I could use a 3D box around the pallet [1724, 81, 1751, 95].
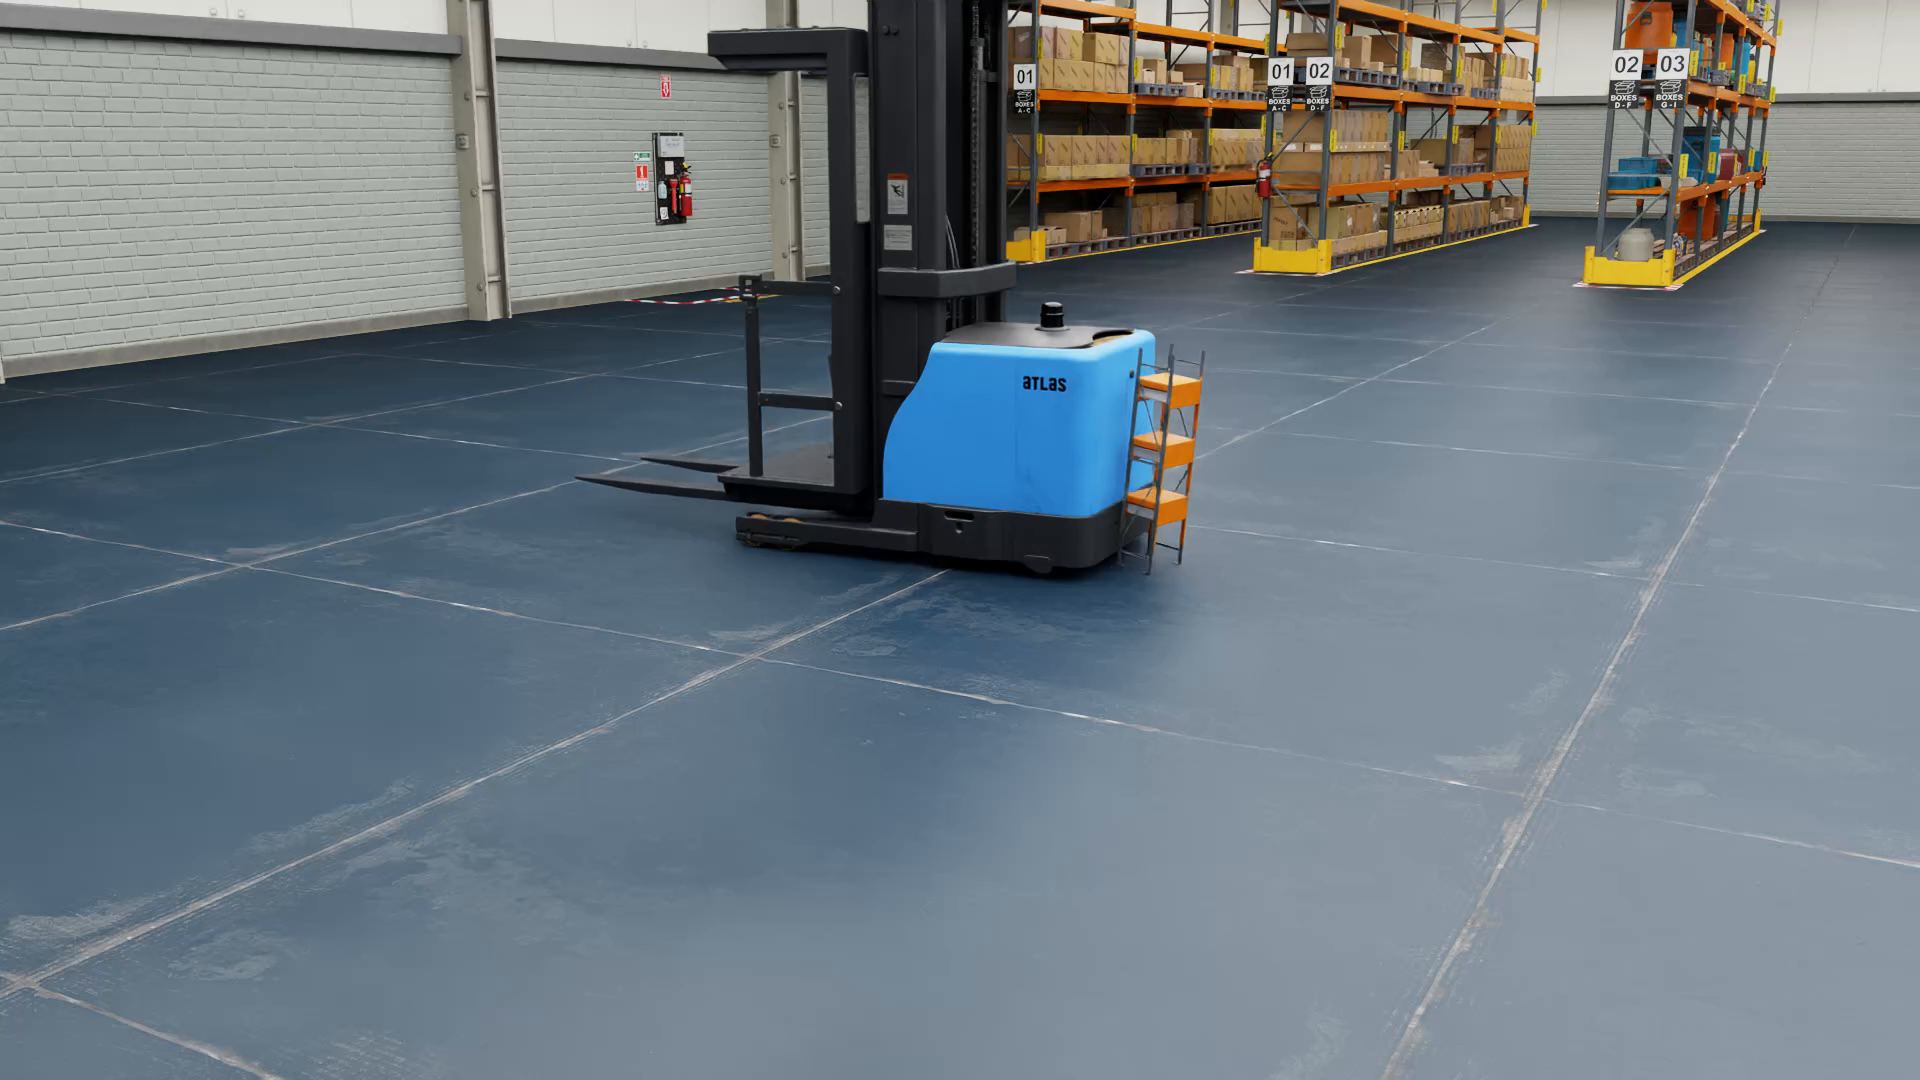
[{"bbox_3d":[13.831,-8.245,30.334,1.003,0.211,1.213,7,15,28],"label":"pallet"}]

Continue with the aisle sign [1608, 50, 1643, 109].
[{"bbox_3d":[9.213,-6.374,23.024,0.394,0.787,0.004,7,15,28],"label":"aisle sign"}]

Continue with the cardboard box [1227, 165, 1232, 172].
[{"bbox_3d":[5.662,-8.051,36.021,0.380,0.149,0.250,8,16,29],"label":"cardboard box"}]

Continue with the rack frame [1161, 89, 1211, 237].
[{"bbox_3d":[4.703,-7.855,34.714,1.000,3.000,0.127,7,15,28],"label":"rack frame"}]

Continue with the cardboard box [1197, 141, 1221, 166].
[{"bbox_3d":[5.162,-8.128,34.959,0.500,0.500,0.500,8,16,30],"label":"cardboard box"}]

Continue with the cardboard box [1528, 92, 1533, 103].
[{"bbox_3d":[12.891,-10.186,38.303,0.500,0.250,0.500,7,15,28],"label":"cardboard box"}]

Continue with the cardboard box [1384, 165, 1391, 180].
[{"bbox_3d":[7.307,-6.507,29.443,0.500,0.250,0.500,9,16,32],"label":"cardboard box"}]

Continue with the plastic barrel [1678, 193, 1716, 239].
[{"bbox_3d":[13.597,-5.984,30.688,0.600,0.830,0.708,7,15,28],"label":"plastic barrel"}]

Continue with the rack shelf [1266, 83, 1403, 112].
[{"bbox_3d":[6.141,-7.172,27.016,1.077,0.370,4.000,7,15,28],"label":"rack shelf"}]

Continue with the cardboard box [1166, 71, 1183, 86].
[{"bbox_3d":[3.995,-9.117,33.289,0.797,0.503,0.637,10,17,36],"label":"cardboard box"}]

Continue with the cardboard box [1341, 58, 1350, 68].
[{"bbox_3d":[5.897,-7.483,26.112,0.380,0.149,0.250,7,15,28],"label":"cardboard box"}]

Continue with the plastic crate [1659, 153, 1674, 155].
[{"bbox_3d":[12.326,-6.467,28.820,0.402,0.464,0.583,7,15,28],"label":"plastic crate"}]

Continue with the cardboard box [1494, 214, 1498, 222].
[{"bbox_3d":[11.776,-7.192,37.070,0.380,0.166,0.250,7,15,28],"label":"cardboard box"}]

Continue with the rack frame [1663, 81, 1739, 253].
[{"bbox_3d":[13.375,-6.732,30.059,1.000,3.000,0.127,7,15,28],"label":"rack frame"}]

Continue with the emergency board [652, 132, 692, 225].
[{"bbox_3d":[-3.712,-4.721,21.717,0.194,1.169,0.643,7,15,28],"label":"emergency board"}]

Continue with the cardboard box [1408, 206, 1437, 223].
[{"bbox_3d":[8.758,-6.192,31.590,0.500,0.311,0.500,7,15,27],"label":"cardboard box"}]

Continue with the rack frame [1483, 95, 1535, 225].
[{"bbox_3d":[12.908,-8.936,39.198,1.000,3.000,0.127,7,15,28],"label":"rack frame"}]

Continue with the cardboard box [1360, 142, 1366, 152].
[{"bbox_3d":[6.423,-6.442,27.258,0.380,0.149,0.250,8,16,30],"label":"cardboard box"}]

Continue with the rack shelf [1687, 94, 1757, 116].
[{"bbox_3d":[14.342,-8.251,31.493,1.077,0.370,4.000,7,15,28],"label":"rack shelf"}]

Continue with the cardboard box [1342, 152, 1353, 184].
[{"bbox_3d":[5.905,-6.005,26.830,0.700,0.500,0.500,7,15,28],"label":"cardboard box"}]

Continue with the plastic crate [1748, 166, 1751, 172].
[{"bbox_3d":[16.474,-7.871,35.011,0.416,0.233,0.300,7,15,28],"label":"plastic crate"}]

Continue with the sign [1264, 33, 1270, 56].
[{"bbox_3d":[4.705,-7.567,25.402,0.100,0.325,0.005,7,15,28],"label":"sign"}]

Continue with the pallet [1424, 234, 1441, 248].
[{"bbox_3d":[8.609,-5.774,32.034,1.003,0.211,1.213,7,15,28],"label":"pallet"}]

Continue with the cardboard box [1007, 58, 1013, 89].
[{"bbox_3d":[0.816,-7.844,28.015,0.500,0.500,0.500,9,16,32],"label":"cardboard box"}]

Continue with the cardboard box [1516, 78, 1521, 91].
[{"bbox_3d":[12.161,-10.122,36.970,0.500,0.250,0.500,7,15,28],"label":"cardboard box"}]

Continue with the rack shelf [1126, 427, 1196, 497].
[{"bbox_3d":[0.945,-0.371,7.839,0.215,0.259,0.240,19,22,39],"label":"rack shelf"}]

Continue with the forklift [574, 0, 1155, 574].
[{"bbox_3d":[-0.574,-1.475,8.398,3.031,2.935,1.130,6,15,24],"label":"forklift"}]

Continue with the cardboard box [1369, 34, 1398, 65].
[{"bbox_3d":[7.440,-8.550,29.021,0.500,0.500,0.500,8,15,29],"label":"cardboard box"}]

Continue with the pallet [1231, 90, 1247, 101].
[{"bbox_3d":[5.506,-9.589,35.911,1.003,0.211,1.213,8,16,31],"label":"pallet"}]

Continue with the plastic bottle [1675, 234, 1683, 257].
[{"bbox_3d":[11.134,-4.567,25.792,0.144,0.351,0.185,7,15,28],"label":"plastic bottle"}]

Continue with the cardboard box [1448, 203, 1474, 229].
[{"bbox_3d":[10.254,-6.672,34.203,0.500,0.500,0.500,7,15,26],"label":"cardboard box"}]

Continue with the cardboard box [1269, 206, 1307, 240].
[{"bbox_3d":[5.172,-5.029,26.363,0.500,0.500,0.500,7,15,28],"label":"cardboard box"}]

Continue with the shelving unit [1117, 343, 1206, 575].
[{"bbox_3d":[0.945,-0.381,7.836,0.215,1.050,0.252,19,22,39],"label":"shelving unit"}]

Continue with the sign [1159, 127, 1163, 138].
[{"bbox_3d":[4.215,-8.480,34.837,0.100,0.325,0.005,7,15,28],"label":"sign"}]

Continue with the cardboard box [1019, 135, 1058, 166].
[{"bbox_3d":[1.329,-6.579,28.099,0.500,0.500,0.500,7,15,28],"label":"cardboard box"}]

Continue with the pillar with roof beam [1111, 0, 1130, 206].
[{"bbox_3d":[7.086,-10.115,31.288,9.100,9.000,0.400,7,15,28],"label":"pillar with roof beam"}]

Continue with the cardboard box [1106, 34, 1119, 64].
[{"bbox_3d":[2.507,-8.789,29.800,0.500,0.500,0.500,8,16,31],"label":"cardboard box"}]

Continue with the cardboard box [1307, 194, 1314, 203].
[{"bbox_3d":[8.319,-8.330,41.123,0.700,0.500,0.500,7,15,28],"label":"cardboard box"}]

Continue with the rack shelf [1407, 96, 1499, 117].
[{"bbox_3d":[10.008,-8.813,33.824,1.077,0.370,4.000,7,15,28],"label":"rack shelf"}]

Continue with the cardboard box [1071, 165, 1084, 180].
[{"bbox_3d":[1.839,-6.426,29.067,0.500,0.250,0.500,7,15,27],"label":"cardboard box"}]

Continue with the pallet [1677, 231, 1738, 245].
[{"bbox_3d":[14.900,-6.044,33.152,1.003,0.211,1.213,7,15,28],"label":"pallet"}]

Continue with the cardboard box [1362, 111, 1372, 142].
[{"bbox_3d":[6.413,-6.855,27.585,0.700,0.500,0.500,7,15,28],"label":"cardboard box"}]

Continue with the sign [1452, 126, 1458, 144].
[{"bbox_3d":[9.529,-7.795,31.996,0.100,0.325,0.005,7,15,28],"label":"sign"}]

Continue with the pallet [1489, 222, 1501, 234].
[{"bbox_3d":[11.308,-6.900,36.704,1.003,0.211,1.213,7,15,28],"label":"pallet"}]

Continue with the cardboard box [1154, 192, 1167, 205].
[{"bbox_3d":[3.826,-6.848,33.335,0.500,0.250,0.500,7,15,28],"label":"cardboard box"}]

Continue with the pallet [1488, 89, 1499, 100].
[{"bbox_3d":[10.598,-9.356,34.942,1.213,0.211,1.003,7,15,28],"label":"pallet"}]

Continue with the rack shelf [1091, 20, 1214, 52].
[{"bbox_3d":[3.736,-9.817,32.440,1.077,0.370,4.000,7,15,28],"label":"rack shelf"}]

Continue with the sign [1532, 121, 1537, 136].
[{"bbox_3d":[13.385,-9.585,38.747,0.100,0.325,0.005,7,15,28],"label":"sign"}]

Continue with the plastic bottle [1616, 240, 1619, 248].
[{"bbox_3d":[10.053,-4.437,25.394,0.061,0.283,0.133,8,16,29],"label":"plastic bottle"}]

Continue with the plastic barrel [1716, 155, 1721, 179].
[{"bbox_3d":[13.065,-6.551,29.070,0.421,0.512,0.421,0,14,0],"label":"plastic barrel"}]

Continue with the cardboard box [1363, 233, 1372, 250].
[{"bbox_3d":[6.595,-5.015,27.908,0.500,0.250,0.500,7,15,28],"label":"cardboard box"}]

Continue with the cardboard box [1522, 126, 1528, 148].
[{"bbox_3d":[12.691,-9.244,38.130,0.500,0.500,0.500,8,16,30],"label":"cardboard box"}]

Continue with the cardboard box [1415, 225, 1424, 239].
[{"bbox_3d":[8.262,-5.711,30.794,0.500,0.250,0.500,8,16,29],"label":"cardboard box"}]

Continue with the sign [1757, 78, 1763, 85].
[{"bbox_3d":[15.790,-8.953,32.850,0.100,0.325,0.005,7,15,28],"label":"sign"}]

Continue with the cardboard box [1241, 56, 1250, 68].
[{"bbox_3d":[6.096,-10.595,36.928,0.500,0.250,0.500,9,16,32],"label":"cardboard box"}]
